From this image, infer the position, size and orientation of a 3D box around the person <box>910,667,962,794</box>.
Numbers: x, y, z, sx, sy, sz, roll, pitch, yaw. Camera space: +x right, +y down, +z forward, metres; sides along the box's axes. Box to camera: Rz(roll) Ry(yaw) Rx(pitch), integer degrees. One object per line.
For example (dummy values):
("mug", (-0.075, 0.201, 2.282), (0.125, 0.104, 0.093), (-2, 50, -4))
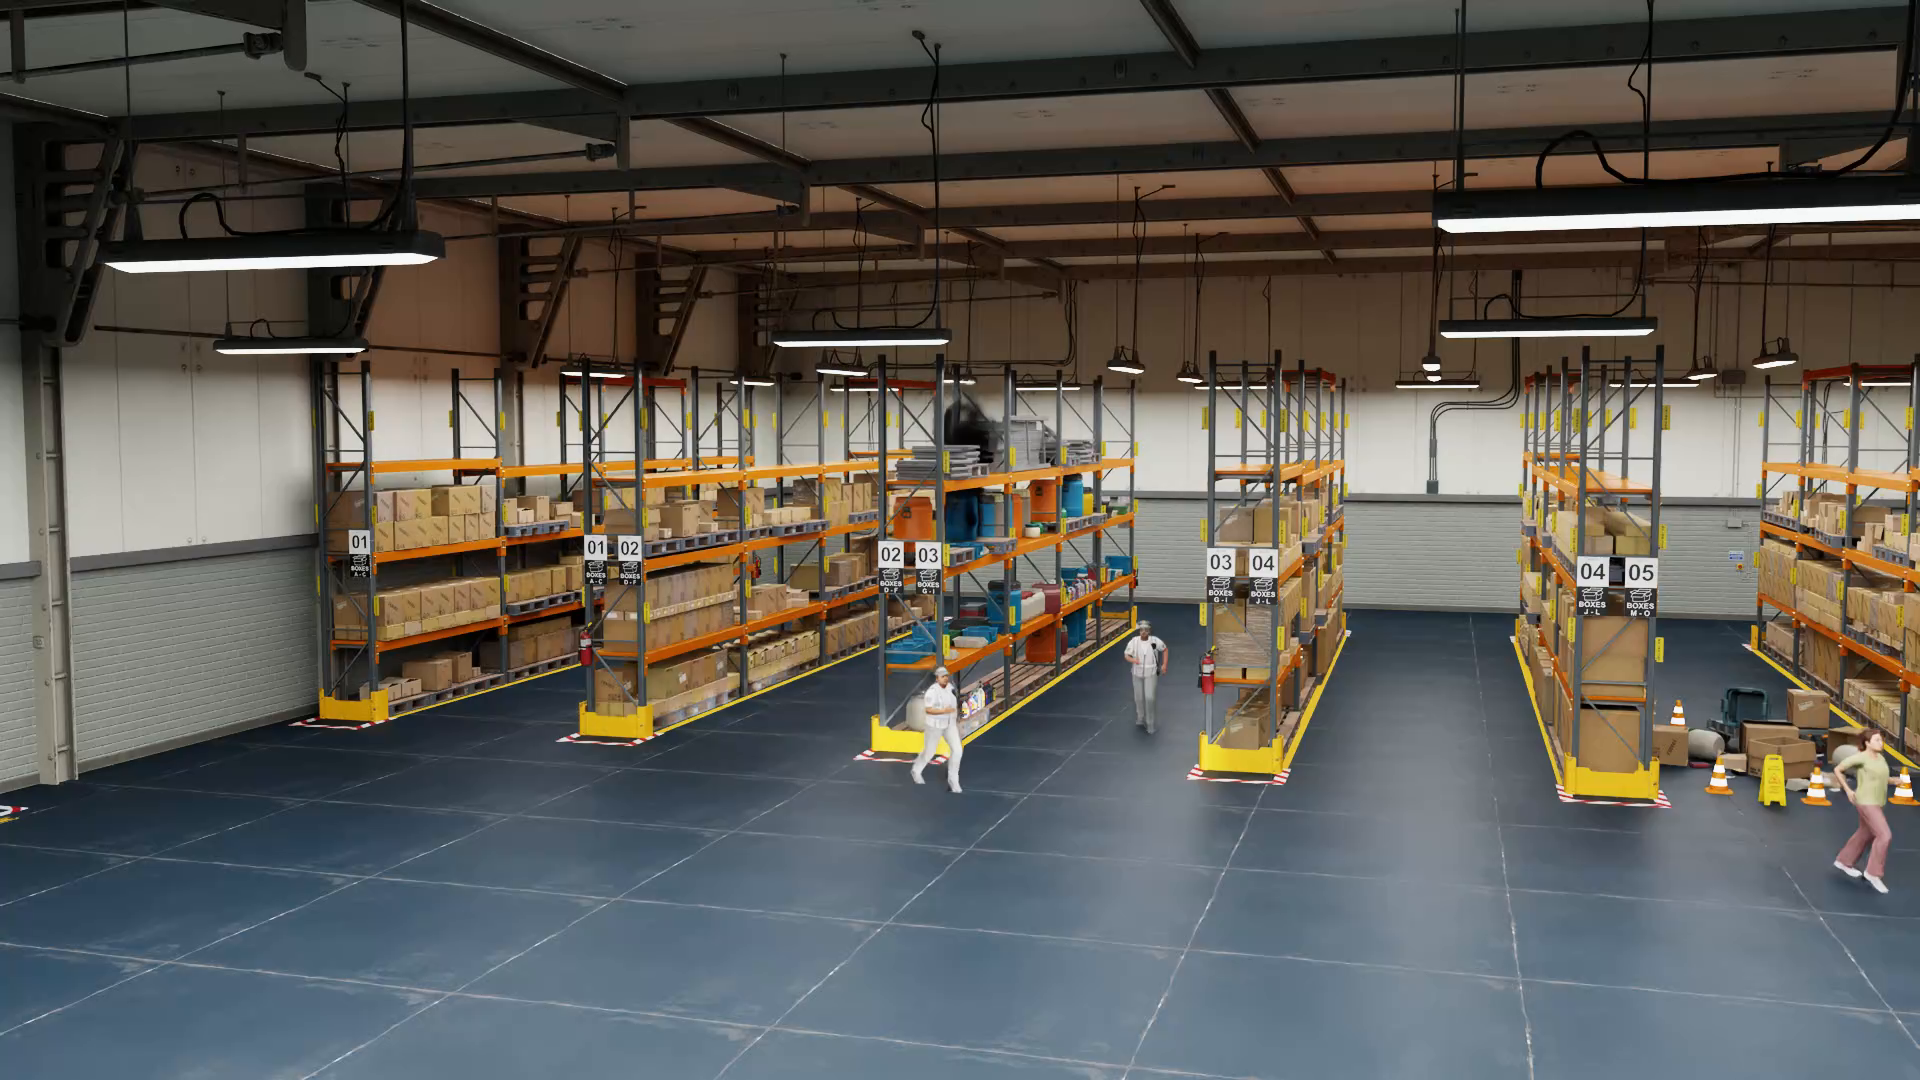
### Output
("person", (-0.283, 2.566, 22.620), (0.611, 1.716, 0.882), (-3, 5, -35))

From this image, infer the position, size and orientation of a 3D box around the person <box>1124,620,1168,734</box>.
("person", (2.997, 2.218, 26.894), (0.683, 1.871, 0.783), (1, 4, 13))

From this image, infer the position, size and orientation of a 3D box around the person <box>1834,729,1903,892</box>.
("person", (9.786, 2.888, 17.928), (0.547, 1.726, 0.734), (-3, 5, -33))
